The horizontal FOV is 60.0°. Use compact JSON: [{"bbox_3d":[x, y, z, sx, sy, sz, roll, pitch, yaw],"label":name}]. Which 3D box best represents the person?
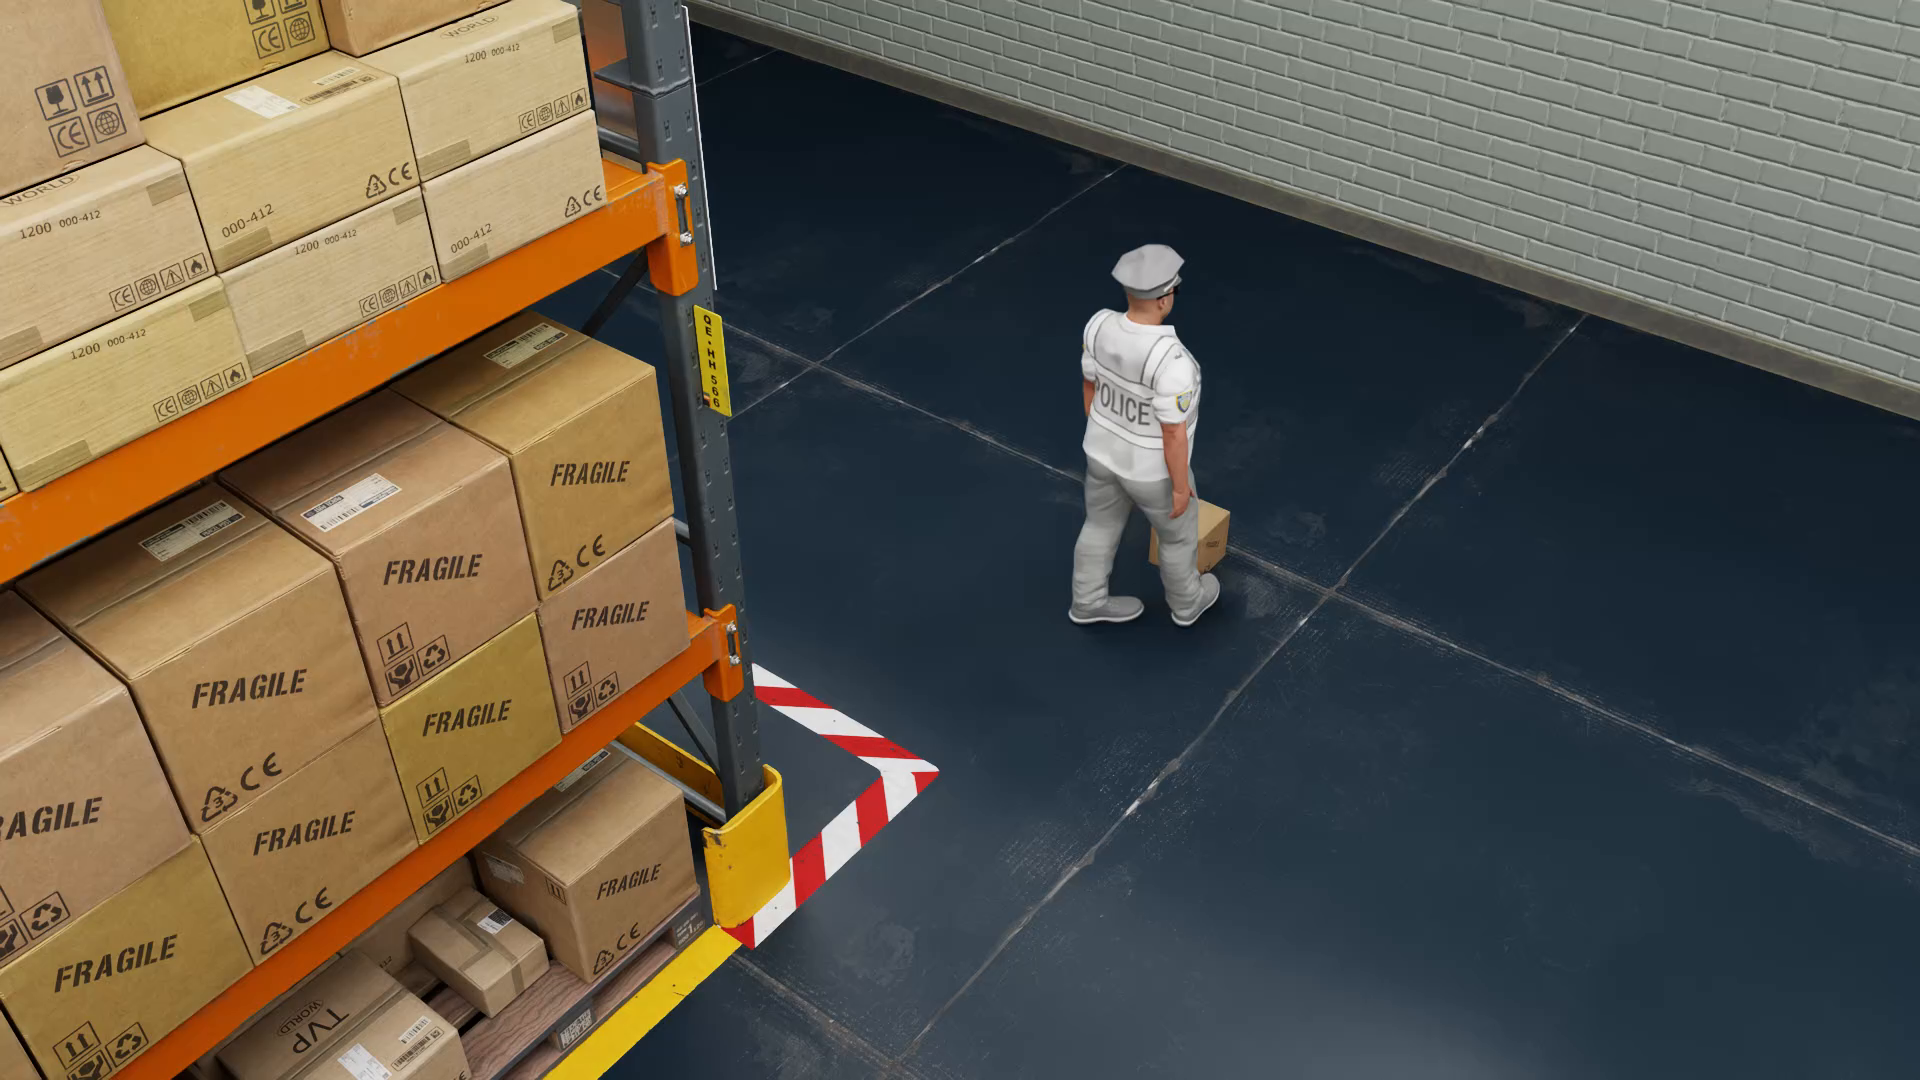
[{"bbox_3d":[0.803,-0.395,6.628,0.627,1.758,0.547,-30,48,-32],"label":"person"}]
